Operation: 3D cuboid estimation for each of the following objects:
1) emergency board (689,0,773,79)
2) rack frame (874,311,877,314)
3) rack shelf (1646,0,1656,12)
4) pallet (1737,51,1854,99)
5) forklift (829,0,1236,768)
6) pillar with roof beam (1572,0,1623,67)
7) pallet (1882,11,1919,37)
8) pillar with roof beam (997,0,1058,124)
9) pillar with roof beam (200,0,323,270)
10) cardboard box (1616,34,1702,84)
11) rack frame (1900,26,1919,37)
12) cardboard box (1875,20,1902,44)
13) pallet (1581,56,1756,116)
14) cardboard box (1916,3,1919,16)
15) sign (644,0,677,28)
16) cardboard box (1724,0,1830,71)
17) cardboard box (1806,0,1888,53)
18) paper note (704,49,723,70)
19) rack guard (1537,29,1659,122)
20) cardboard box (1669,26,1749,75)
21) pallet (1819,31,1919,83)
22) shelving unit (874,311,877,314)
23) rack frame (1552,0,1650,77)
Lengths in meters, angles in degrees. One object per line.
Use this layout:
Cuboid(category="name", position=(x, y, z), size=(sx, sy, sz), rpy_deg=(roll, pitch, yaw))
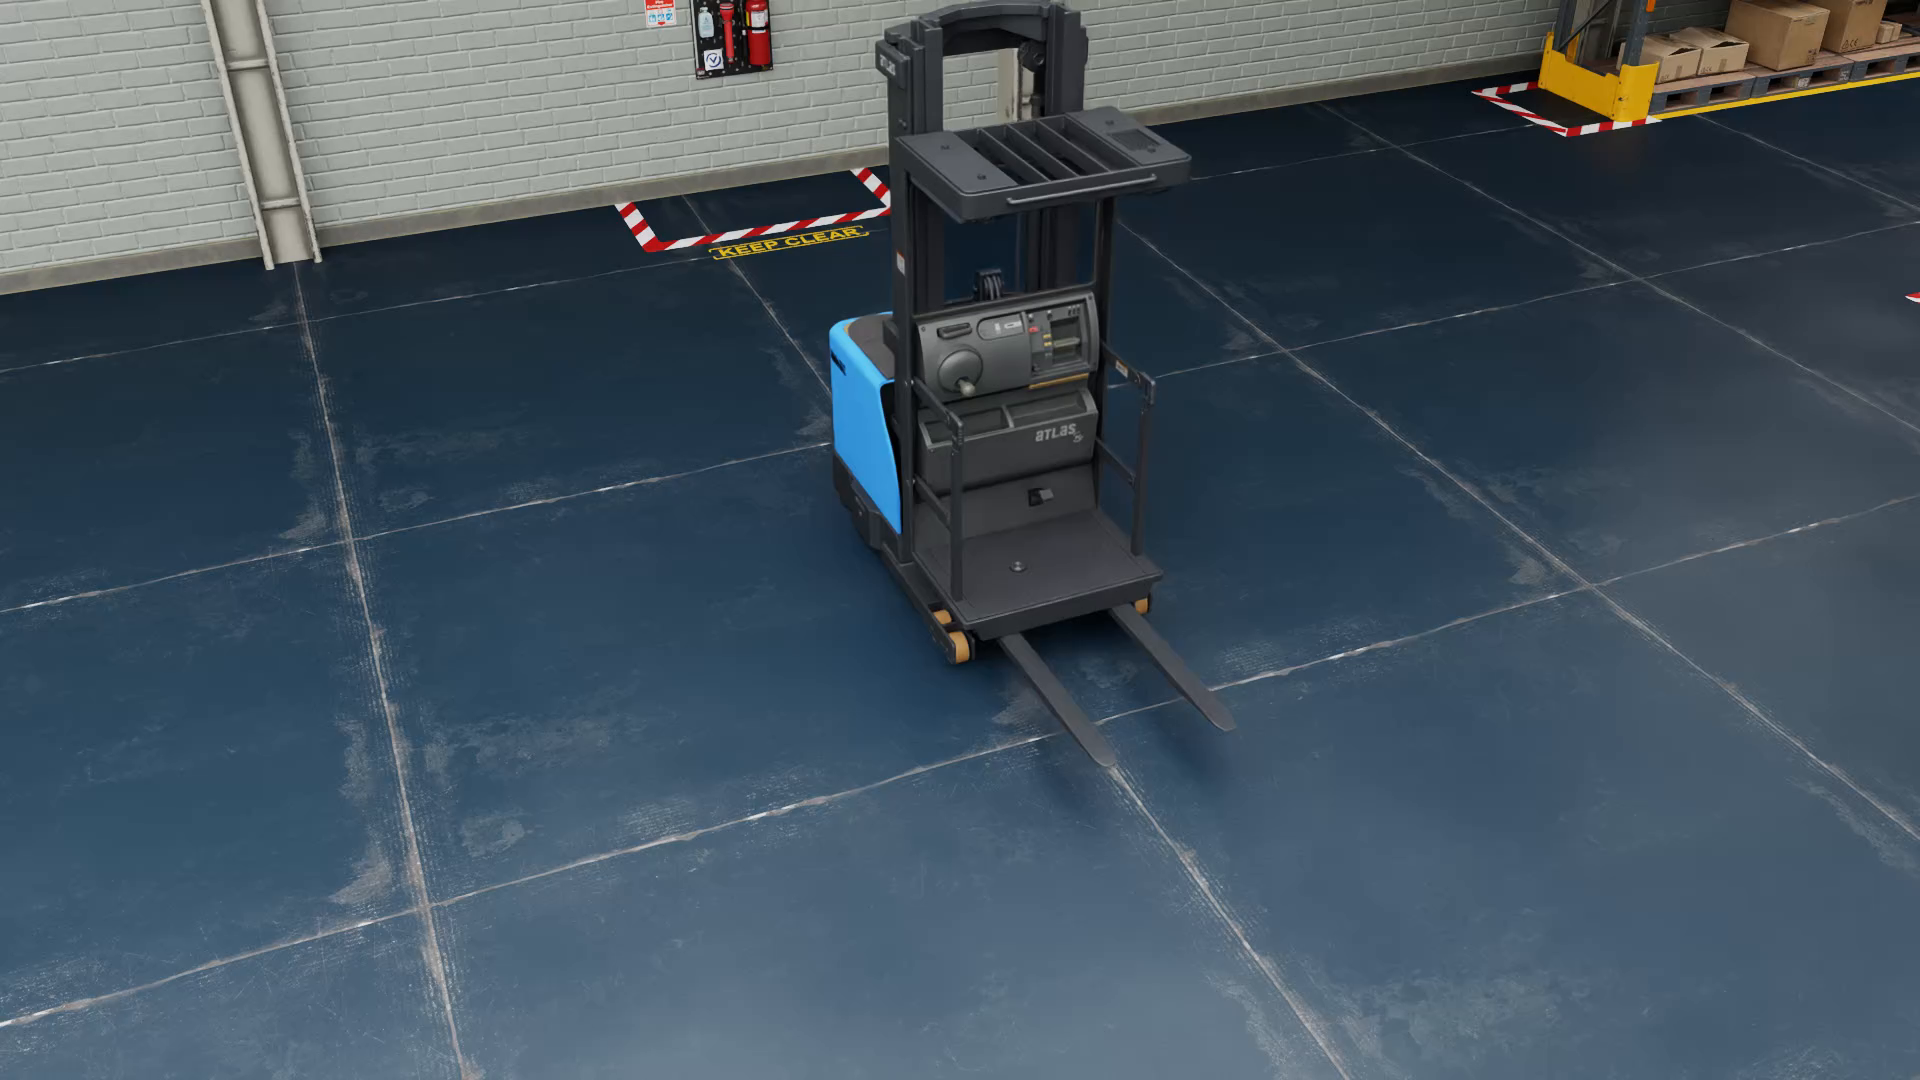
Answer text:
Cuboid(category="emergency board", position=(-1.735, -4.125, 12.757), size=(0.643, 1.169, 0.194), rpy_deg=(-13, 35, -19))
Cuboid(category="rack frame", position=(-0.436, -0.867, 9.661), size=(0.006, 0.900, 0.240), rpy_deg=(-12, 31, -18))
Cuboid(category="rack shelf", position=(7.624, -5.432, 15.426), size=(4.000, 0.370, 1.077), rpy_deg=(-13, 35, -19))
Cuboid(category="pallet", position=(7.736, -4.568, 15.995), size=(1.213, 0.211, 1.003), rpy_deg=(-13, 35, -19))
Cuboid(category="forklift", position=(0.329, -0.881, 7.835), size=(1.130, 2.935, 3.031), rpy_deg=(-13, 35, -20))
Cuboid(category="pillar with roof beam", position=(7.757, -6.244, 10.513), size=(0.400, 9.000, 9.100), rpy_deg=(-13, 35, -19))
Cuboid(category="pallet", position=(10.186, -5.152, 16.893), size=(1.213, 0.211, 1.003), rpy_deg=(-13, 35, -19))
Cuboid(category="pillar with roof beam", position=(2.225, -4.977, 8.566), size=(0.400, 9.000, 9.100), rpy_deg=(-13, 35, -19))
Cuboid(category="pillar with roof beam", position=(-3.307, -3.710, 6.619), size=(0.400, 9.000, 9.100), rpy_deg=(-13, 35, -19))
Cuboid(category="cardboard box", position=(6.453, -4.470, 15.349), size=(0.500, 0.311, 0.500), rpy_deg=(-17, 37, -24))
Cuboid(category="rack frame", position=(9.468, -6.156, 15.879), size=(0.127, 3.000, 1.000), rpy_deg=(-13, 35, -19))
Cuboid(category="cardboard box", position=(8.987, -5.025, 16.335), size=(0.250, 0.166, 0.380), rpy_deg=(-18, 37, -25))
Cuboid(category="pallet", position=(6.613, -4.312, 15.602), size=(1.213, 0.211, 1.003), rpy_deg=(-13, 35, -19))
Cuboid(category="cardboard box", position=(10.141, -5.456, 16.692), size=(0.500, 0.500, 0.700), rpy_deg=(-12, 35, -17))
Cuboid(category="sign", position=(-2.284, -4.075, 12.648), size=(0.234, 0.329, 0.001), rpy_deg=(-13, 35, -19))
Cuboid(category="cardboard box", position=(7.674, -4.799, 15.682), size=(0.500, 0.500, 0.700), rpy_deg=(-15, 36, -22))
Cuboid(category="cardboard box", position=(8.527, -5.053, 16.073), size=(0.500, 0.500, 0.500), rpy_deg=(-16, 36, -22))
Cuboid(category="paper note", position=(-1.925, -3.753, 12.993), size=(0.142, 0.148, 0.016), rpy_deg=(-13, 35, -19))
Cuboid(category="rack guard", position=(5.850, -4.280, 15.287), size=(0.348, 0.500, 1.175), rpy_deg=(-13, 35, -19))
Cuboid(category="cardboard box", position=(6.979, -4.590, 15.534), size=(0.500, 0.311, 0.500), rpy_deg=(-10, 34, -15))
Cuboid(category="pallet", position=(8.863, -4.828, 16.394), size=(1.213, 0.211, 1.003), rpy_deg=(-13, 35, -19))
Cuboid(category="shelving unit", position=(-0.341, -0.887, 9.691), size=(0.210, 0.900, 0.258), rpy_deg=(-12, 31, -18))
Cuboid(category="rack frame", position=(5.780, -5.311, 14.581), size=(0.127, 3.000, 1.000), rpy_deg=(-13, 35, -19))
